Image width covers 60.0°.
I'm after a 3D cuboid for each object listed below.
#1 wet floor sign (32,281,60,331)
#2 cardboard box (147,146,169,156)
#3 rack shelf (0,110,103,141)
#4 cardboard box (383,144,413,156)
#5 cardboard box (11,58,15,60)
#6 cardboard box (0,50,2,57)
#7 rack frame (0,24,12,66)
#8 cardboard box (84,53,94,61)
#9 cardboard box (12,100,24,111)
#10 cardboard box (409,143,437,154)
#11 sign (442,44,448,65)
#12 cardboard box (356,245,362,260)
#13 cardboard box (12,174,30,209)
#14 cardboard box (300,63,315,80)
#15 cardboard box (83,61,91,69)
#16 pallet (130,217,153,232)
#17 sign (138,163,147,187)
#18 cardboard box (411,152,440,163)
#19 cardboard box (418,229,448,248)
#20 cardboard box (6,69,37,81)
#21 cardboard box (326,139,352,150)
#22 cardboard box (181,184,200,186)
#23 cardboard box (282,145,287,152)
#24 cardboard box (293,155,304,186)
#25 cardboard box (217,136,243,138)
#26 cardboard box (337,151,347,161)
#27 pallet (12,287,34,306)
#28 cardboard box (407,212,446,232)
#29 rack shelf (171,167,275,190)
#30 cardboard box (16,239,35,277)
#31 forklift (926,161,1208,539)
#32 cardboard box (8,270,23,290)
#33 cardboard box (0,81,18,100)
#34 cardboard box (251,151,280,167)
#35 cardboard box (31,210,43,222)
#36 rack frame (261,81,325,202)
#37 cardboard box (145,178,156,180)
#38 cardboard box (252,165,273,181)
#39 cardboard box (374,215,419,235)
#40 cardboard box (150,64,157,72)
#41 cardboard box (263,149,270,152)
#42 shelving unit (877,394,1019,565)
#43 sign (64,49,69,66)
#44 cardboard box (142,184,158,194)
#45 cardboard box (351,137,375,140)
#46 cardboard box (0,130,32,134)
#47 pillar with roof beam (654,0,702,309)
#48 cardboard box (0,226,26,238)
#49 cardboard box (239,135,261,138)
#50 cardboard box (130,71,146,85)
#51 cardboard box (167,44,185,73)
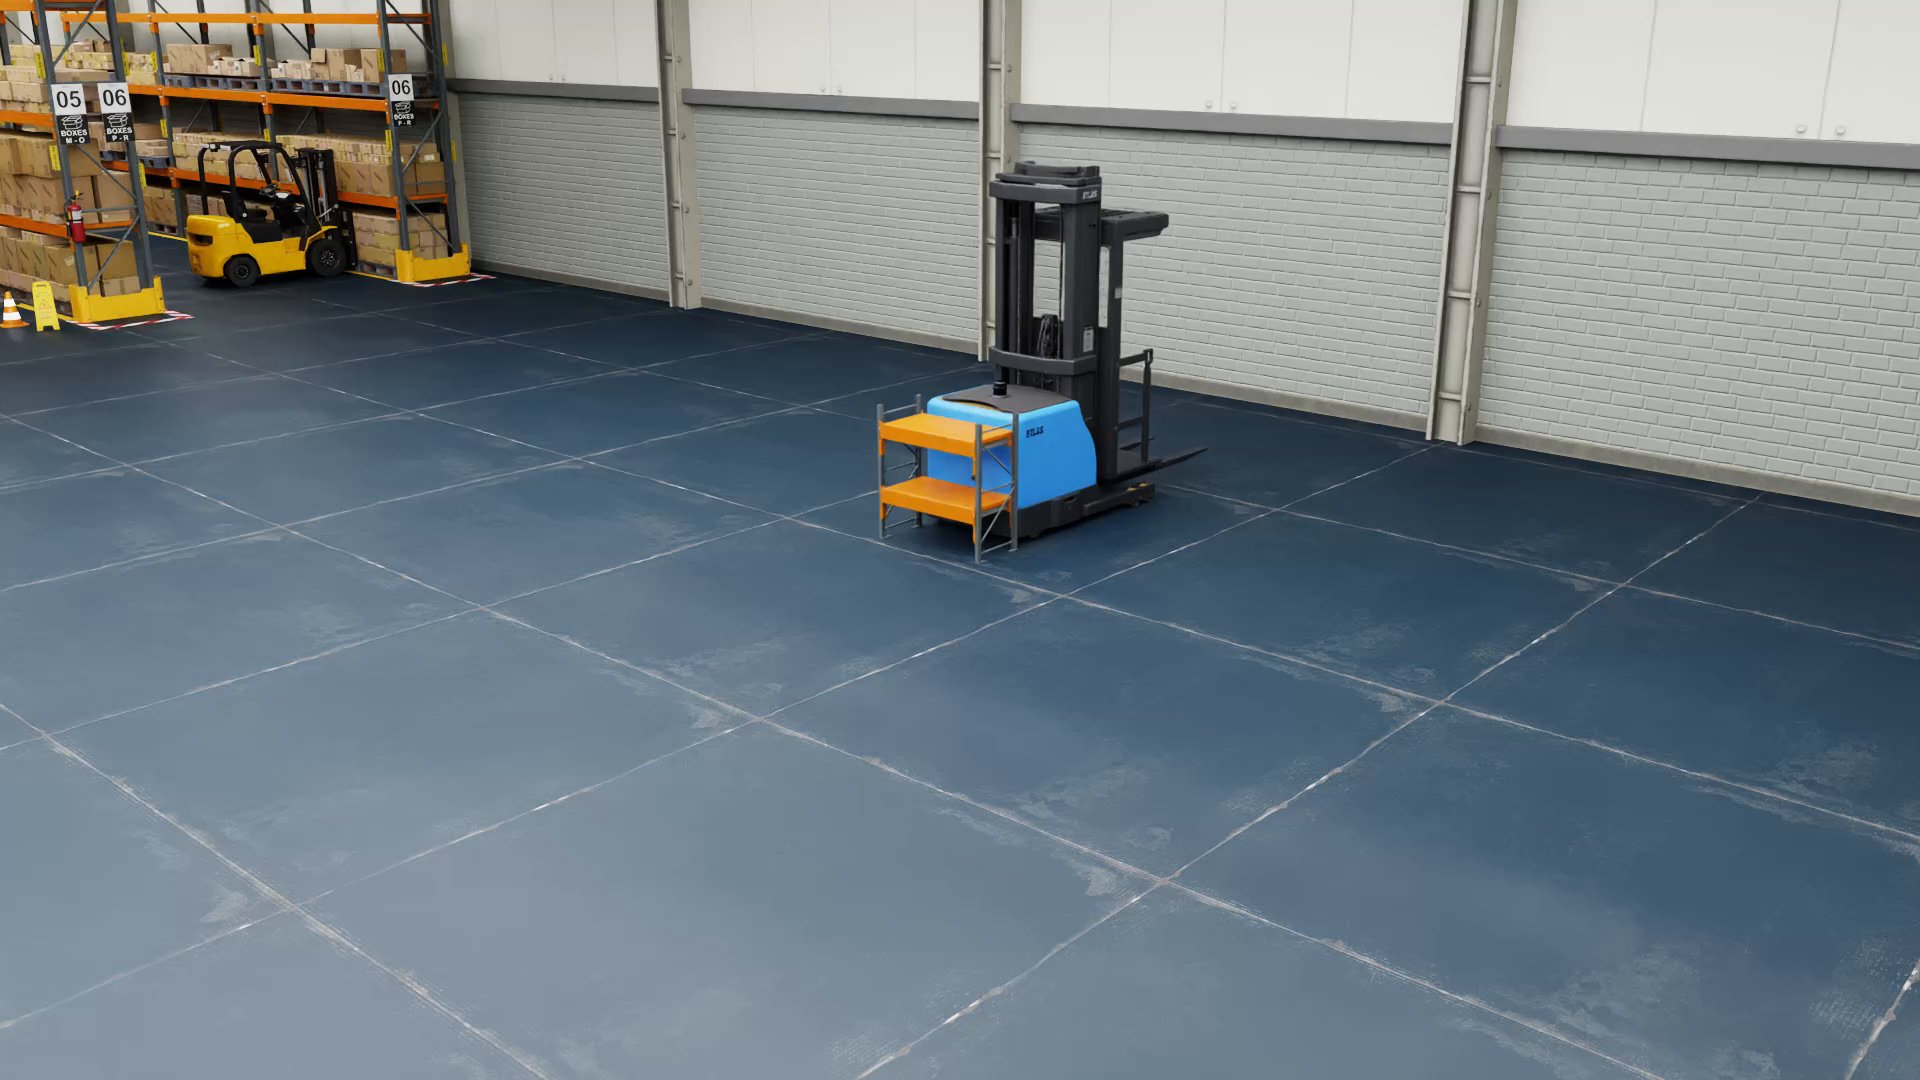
[{"bbox_3d":[-12.441,-3.190,22.597,0.267,0.644,0.232,-9,20,-27],"label":"wet floor sign"},{"bbox_3d":[-15.310,-7.448,31.842,0.250,0.149,0.380,16,23,40],"label":"cardboard box"},{"bbox_3d":[-13.369,-6.081,24.044,4.000,0.370,1.077,15,23,39],"label":"rack shelf"},{"bbox_3d":[-8.989,-6.239,26.583,0.250,0.149,0.380,15,23,39],"label":"cardboard box"},{"bbox_3d":[-20.004,-10.180,35.529,0.500,0.250,0.500,16,23,40],"label":"cardboard box"},{"bbox_3d":[-20.383,-10.521,35.776,0.500,0.250,0.500,15,23,39],"label":"cardboard box"},{"bbox_3d":[-14.865,-8.255,24.747,0.127,3.000,1.000,15,23,39],"label":"rack frame"},{"bbox_3d":[-17.006,-9.522,32.763,0.250,0.149,0.380,15,23,38],"label":"cardboard box"},{"bbox_3d":[-13.073,-6.120,23.392,0.250,0.149,0.380,15,23,39],"label":"cardboard box"},{"bbox_3d":[-8.690,-6.331,26.871,0.250,0.149,0.380,14,23,38],"label":"cardboard box"},{"bbox_3d":[-8.208,-7.725,26.459,0.005,0.325,0.100,15,23,39],"label":"sign"},{"bbox_3d":[-9.876,-4.833,27.733,0.500,0.250,0.500,15,23,40],"label":"cardboard box"},{"bbox_3d":[-13.205,-5.031,23.850,0.500,0.500,0.500,15,23,39],"label":"cardboard box"},{"bbox_3d":[-10.664,-7.766,27.528,0.258,0.266,0.396,14,23,38],"label":"cardboard box"},{"bbox_3d":[-17.039,-9.375,32.790,0.250,0.149,0.380,15,23,40],"label":"cardboard box"},{"bbox_3d":[-16.006,-6.397,33.419,1.213,0.211,1.003,15,23,39],"label":"pallet"},{"bbox_3d":[-11.513,-5.128,23.380,0.005,0.325,0.100,15,23,39],"label":"sign"},{"bbox_3d":[-8.662,-6.200,26.951,0.250,0.149,0.380,14,23,38],"label":"cardboard box"},{"bbox_3d":[-8.795,-4.985,27.387,0.500,0.250,0.500,16,23,40],"label":"cardboard box"},{"bbox_3d":[-13.204,-6.563,23.471,0.250,0.149,0.380,14,22,38],"label":"cardboard box"},{"bbox_3d":[-10.317,-6.600,27.720,0.250,0.149,0.380,15,23,39],"label":"cardboard box"},{"bbox_3d":[-15.309,-6.982,33.020,0.250,0.149,0.380,14,22,37],"label":"cardboard box"},{"bbox_3d":[-11.509,-6.753,28.693,0.250,0.149,0.380,15,23,38],"label":"cardboard box"},{"bbox_3d":[-11.014,-6.318,28.396,0.500,0.500,0.500,16,23,40],"label":"cardboard box"},{"bbox_3d":[-13.291,-7.262,30.296,0.250,0.149,0.380,15,23,39],"label":"cardboard box"},{"bbox_3d":[-10.002,-6.331,27.365,0.250,0.149,0.380,15,23,40],"label":"cardboard box"},{"bbox_3d":[-13.422,-3.695,24.905,1.213,0.211,1.003,15,23,39],"label":"pallet"},{"bbox_3d":[-8.815,-5.222,27.305,0.500,0.250,0.500,15,23,38],"label":"cardboard box"},{"bbox_3d":[-13.069,-6.578,30.569,4.000,0.370,1.077,15,23,39],"label":"rack shelf"},{"bbox_3d":[-13.411,-4.148,24.336,0.500,0.500,0.500,14,23,38],"label":"cardboard box"},{"bbox_3d":[1.072,-1.779,14.371,1.130,2.935,3.031,15,23,39],"label":"forklift"},{"bbox_3d":[-13.797,-3.895,24.777,0.500,0.250,0.500,15,23,39],"label":"cardboard box"},{"bbox_3d":[-13.201,-6.339,23.423,0.500,0.250,0.500,16,24,41],"label":"cardboard box"},{"bbox_3d":[-12.110,-6.727,29.271,0.500,0.250,0.500,14,23,38],"label":"cardboard box"},{"bbox_3d":[-12.948,-4.626,23.646,0.250,0.149,0.380,16,23,40],"label":"cardboard box"},{"bbox_3d":[-11.573,-6.519,29.195,0.127,3.000,1.000,15,23,39],"label":"rack frame"},{"bbox_3d":[-16.702,-7.336,34.135,0.250,0.149,0.380,15,23,40],"label":"cardboard box"},{"bbox_3d":[-12.123,-6.490,29.350,0.500,0.250,0.500,16,23,40],"label":"cardboard box"},{"bbox_3d":[-9.132,-5.104,26.935,0.500,0.250,0.500,16,24,41],"label":"cardboard box"},{"bbox_3d":[-14.990,-8.888,31.287,0.250,0.149,0.380,16,23,40],"label":"cardboard box"},{"bbox_3d":[-11.976,-6.895,29.140,0.250,0.149,0.380,16,24,41],"label":"cardboard box"},{"bbox_3d":[-0.100,-0.502,13.333,1.048,1.125,0.538,14,22,38],"label":"shelving unit"},{"bbox_3d":[-17.911,-9.677,33.333,0.005,0.325,0.100,15,23,39],"label":"sign"},{"bbox_3d":[-16.075,-6.955,32.933,0.250,0.149,0.380,14,22,37],"label":"cardboard box"},{"bbox_3d":[-10.028,-6.700,28.035,0.250,0.149,0.380,16,24,41],"label":"cardboard box"},{"bbox_3d":[-13.954,-5.710,24.334,0.500,0.500,0.700,14,23,38],"label":"cardboard box"},{"bbox_3d":[-6.873,-6.741,19.975,0.400,9.000,9.100,15,23,39],"label":"pillar with roof beam"},{"bbox_3d":[-13.960,-4.577,24.615,0.250,0.149,0.380,17,24,42],"label":"cardboard box"},{"bbox_3d":[-13.026,-7.356,30.594,0.250,0.149,0.380,16,24,41],"label":"cardboard box"},{"bbox_3d":[-15.486,-8.830,31.764,0.500,0.250,0.500,15,23,39],"label":"cardboard box"},{"bbox_3d":[-14.184,-8.847,30.546,0.500,0.500,0.500,15,23,40],"label":"cardboard box"}]
